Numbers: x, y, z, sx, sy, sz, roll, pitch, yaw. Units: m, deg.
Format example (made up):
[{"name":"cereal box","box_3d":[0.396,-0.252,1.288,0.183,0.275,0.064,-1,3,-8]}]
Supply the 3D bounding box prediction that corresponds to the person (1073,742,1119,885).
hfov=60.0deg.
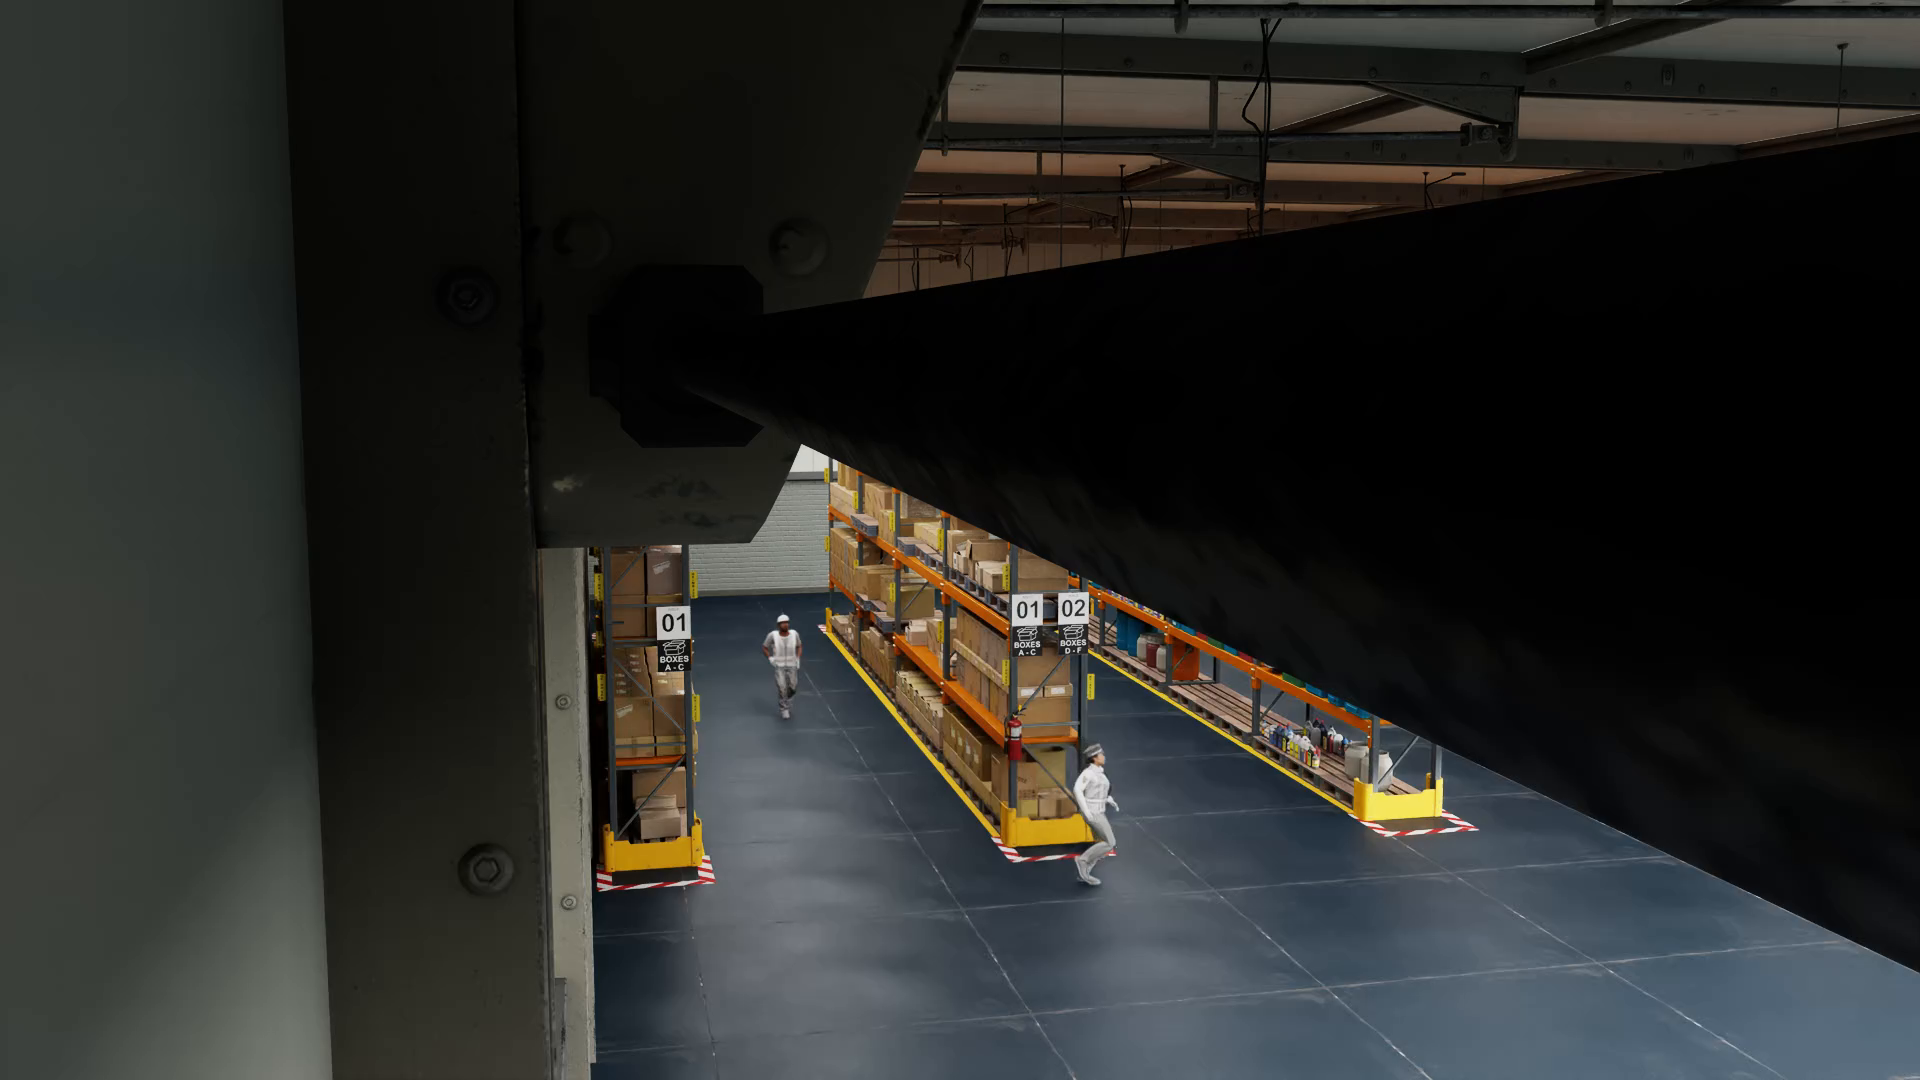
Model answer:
[{"name":"person","box_3d":[1.622,3.204,19.564,0.486,1.639,0.648,2,7,13]}]

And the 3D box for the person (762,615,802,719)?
[{"name":"person","box_3d":[-3.004,2.125,28.173,0.687,1.746,0.595,-2,7,-18]}]
